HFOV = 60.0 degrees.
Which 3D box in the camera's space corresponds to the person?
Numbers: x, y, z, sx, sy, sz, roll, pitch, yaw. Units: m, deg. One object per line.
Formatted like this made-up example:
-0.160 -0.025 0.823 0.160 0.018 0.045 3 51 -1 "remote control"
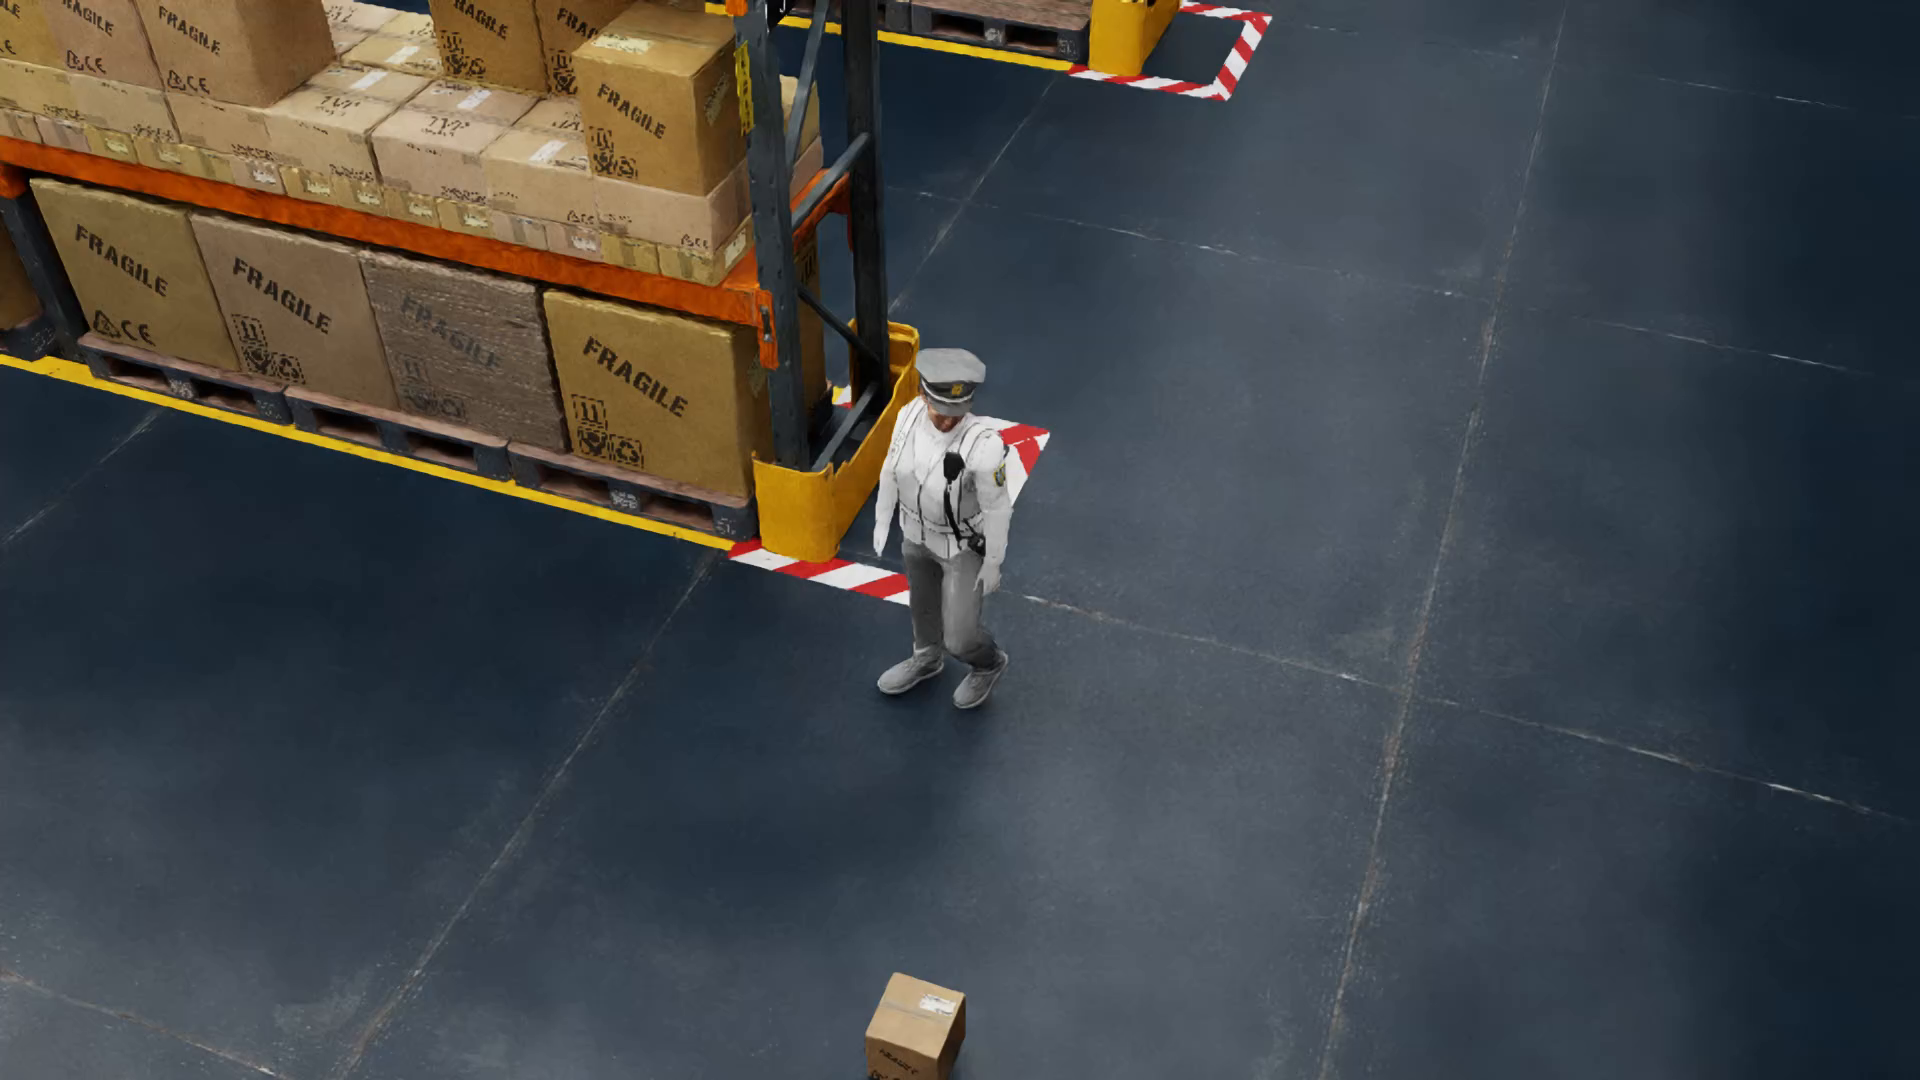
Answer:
-0.048 -0.016 6.151 0.535 1.663 0.387 29 50 29 "person"
